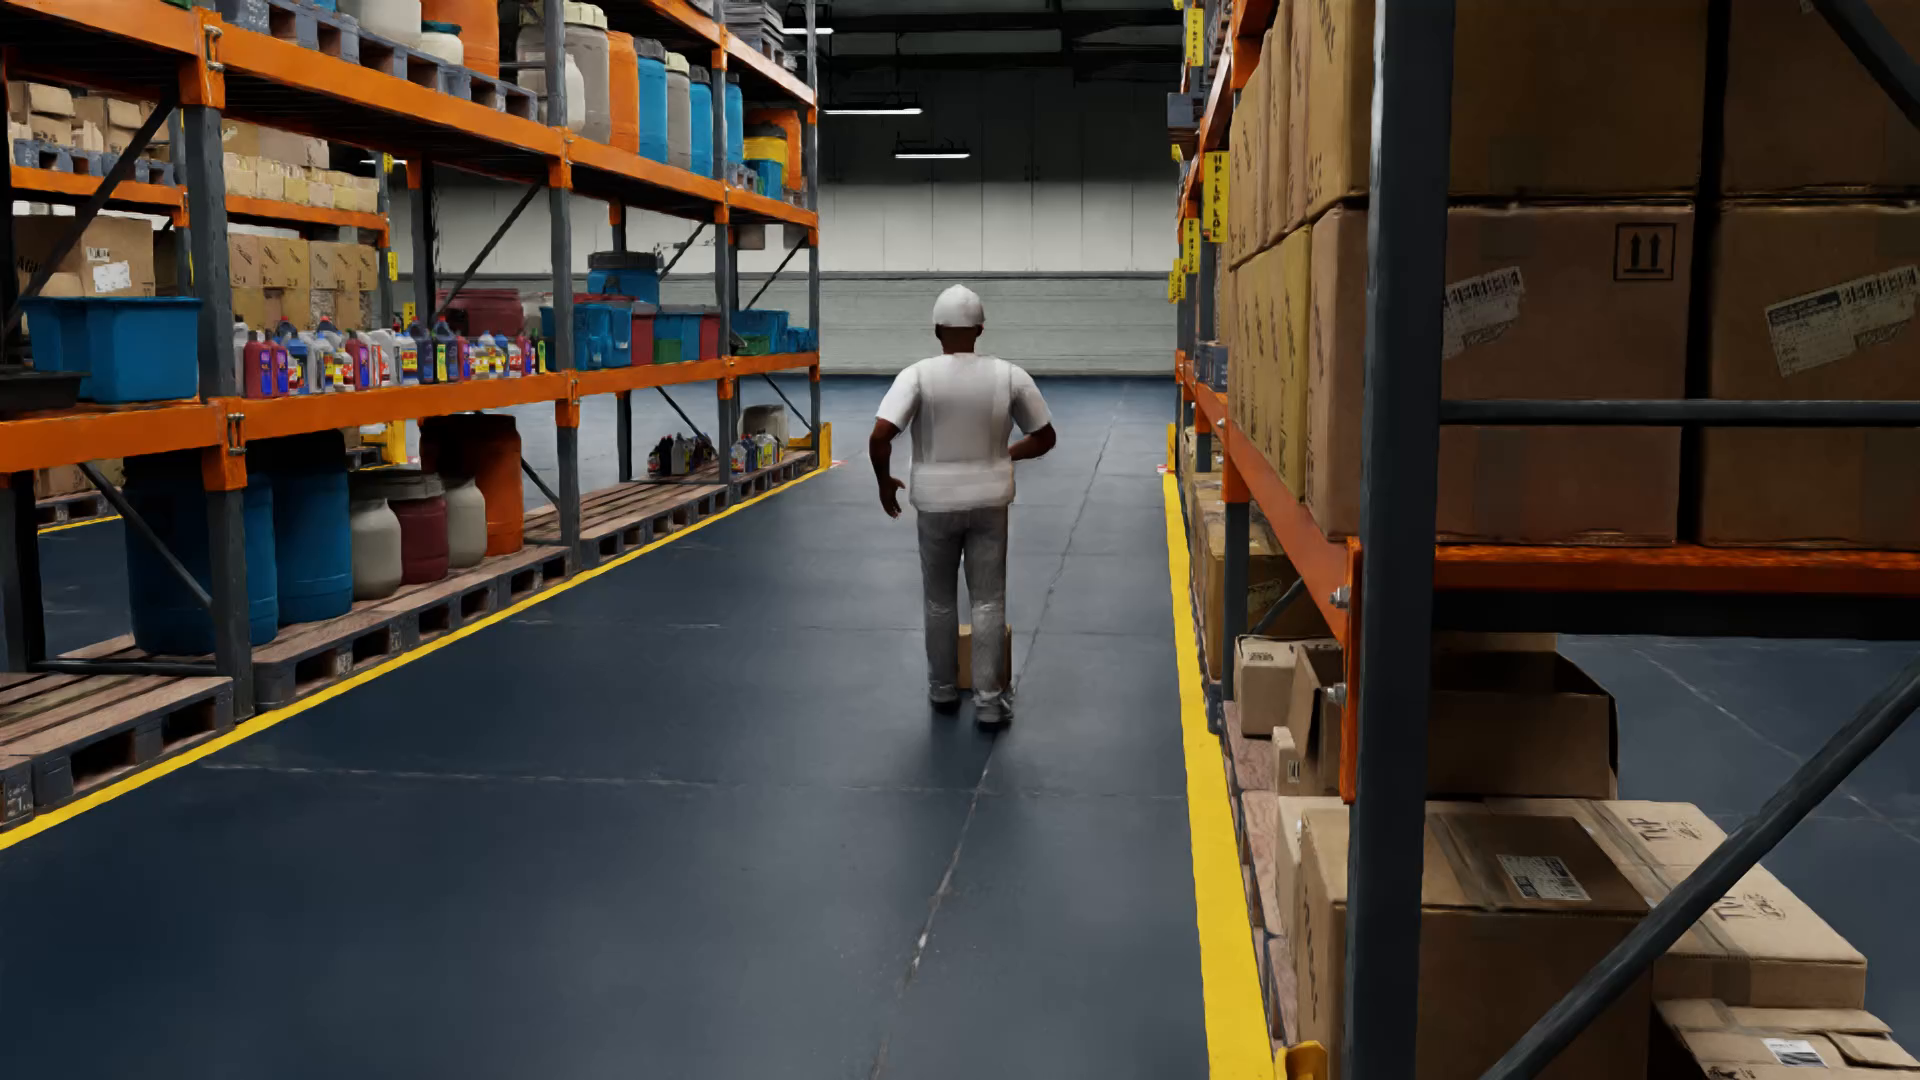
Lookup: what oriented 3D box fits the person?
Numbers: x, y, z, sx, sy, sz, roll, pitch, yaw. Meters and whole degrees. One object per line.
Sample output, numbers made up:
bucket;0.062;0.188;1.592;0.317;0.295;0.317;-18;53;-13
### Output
person;-0.002;-0.152;6.825;0.750;1.765;0.740;-1;8;-5
